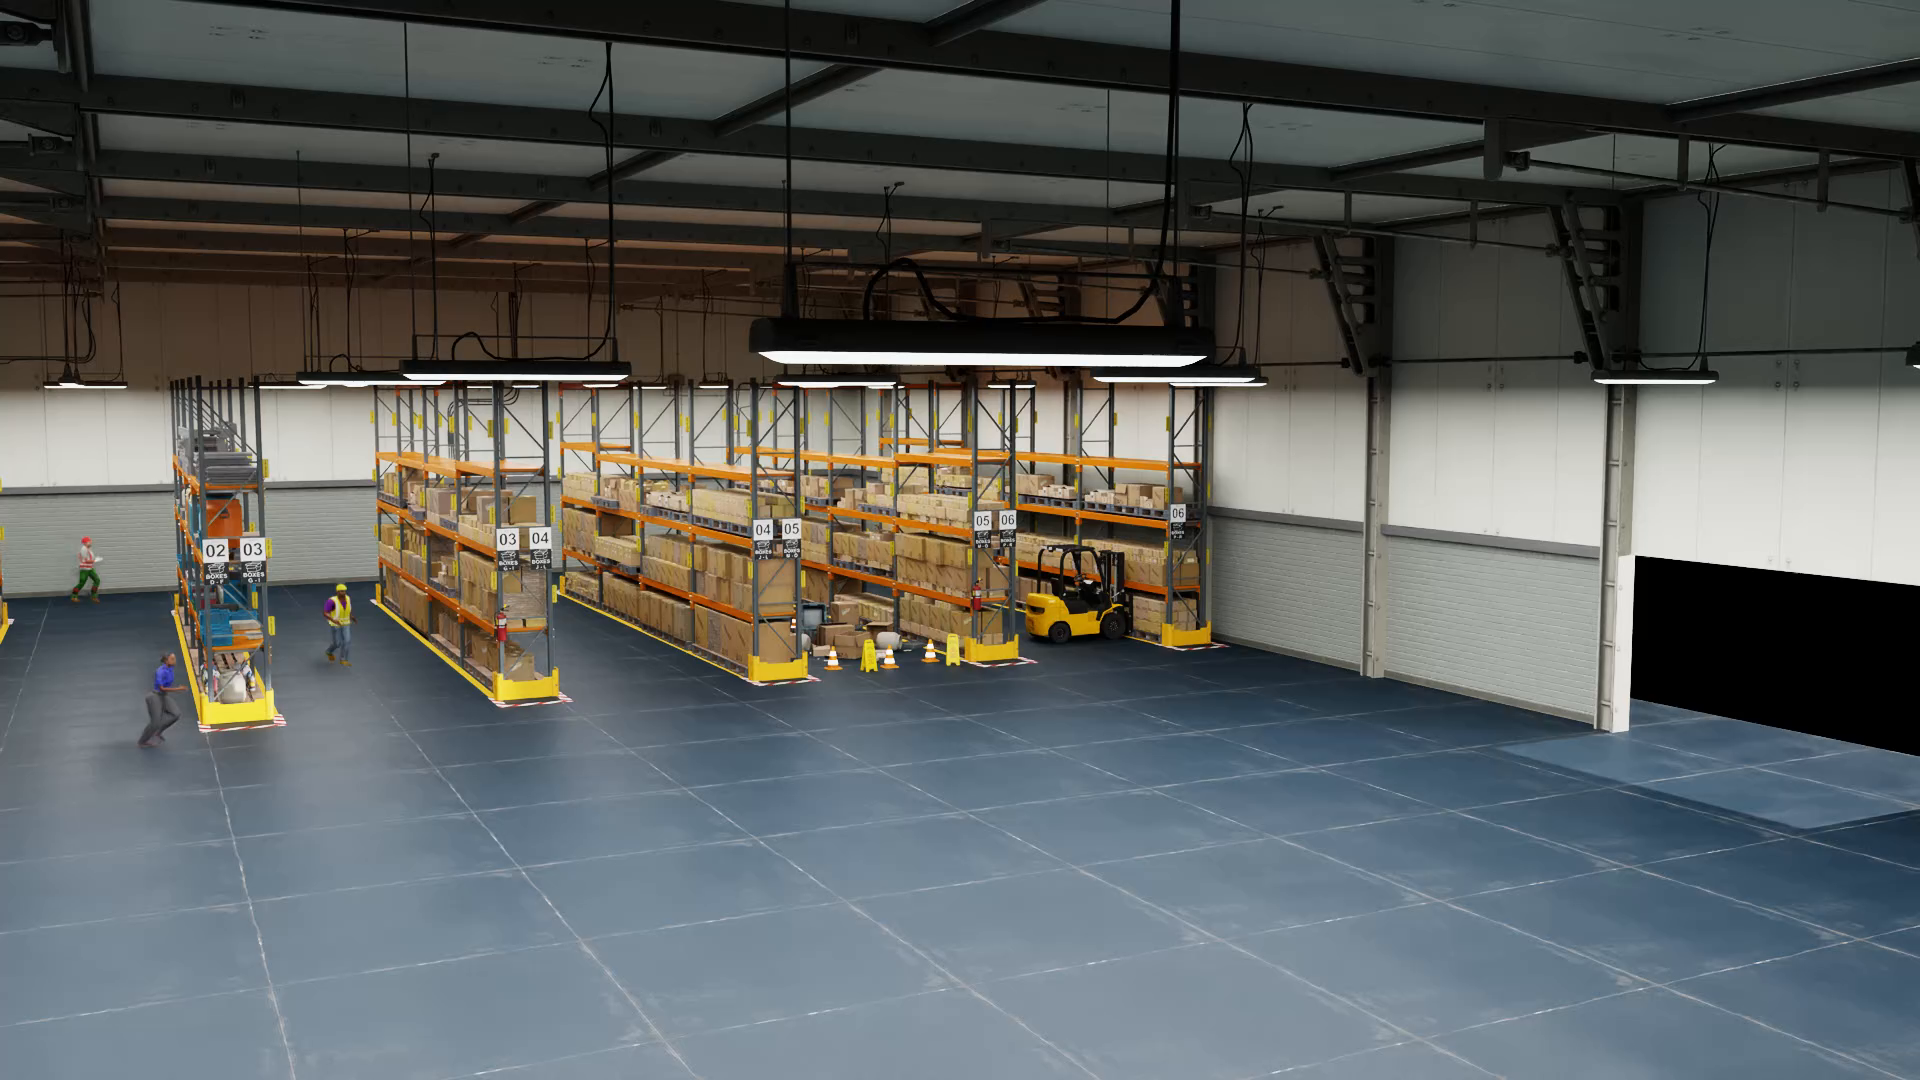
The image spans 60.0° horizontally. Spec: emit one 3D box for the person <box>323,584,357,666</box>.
[{"bbox_3d":[-13.078,1.767,34.930,0.798,1.716,0.700,5,7,43],"label":"person"}]

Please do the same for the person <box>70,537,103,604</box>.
[{"bbox_3d":[-23.602,0.832,44.957,0.856,1.842,0.644,-1,5,-12],"label":"person"}]

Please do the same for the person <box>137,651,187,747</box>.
[{"bbox_3d":[-12.886,2.562,26.889,0.827,1.547,0.578,0,5,-3],"label":"person"}]
